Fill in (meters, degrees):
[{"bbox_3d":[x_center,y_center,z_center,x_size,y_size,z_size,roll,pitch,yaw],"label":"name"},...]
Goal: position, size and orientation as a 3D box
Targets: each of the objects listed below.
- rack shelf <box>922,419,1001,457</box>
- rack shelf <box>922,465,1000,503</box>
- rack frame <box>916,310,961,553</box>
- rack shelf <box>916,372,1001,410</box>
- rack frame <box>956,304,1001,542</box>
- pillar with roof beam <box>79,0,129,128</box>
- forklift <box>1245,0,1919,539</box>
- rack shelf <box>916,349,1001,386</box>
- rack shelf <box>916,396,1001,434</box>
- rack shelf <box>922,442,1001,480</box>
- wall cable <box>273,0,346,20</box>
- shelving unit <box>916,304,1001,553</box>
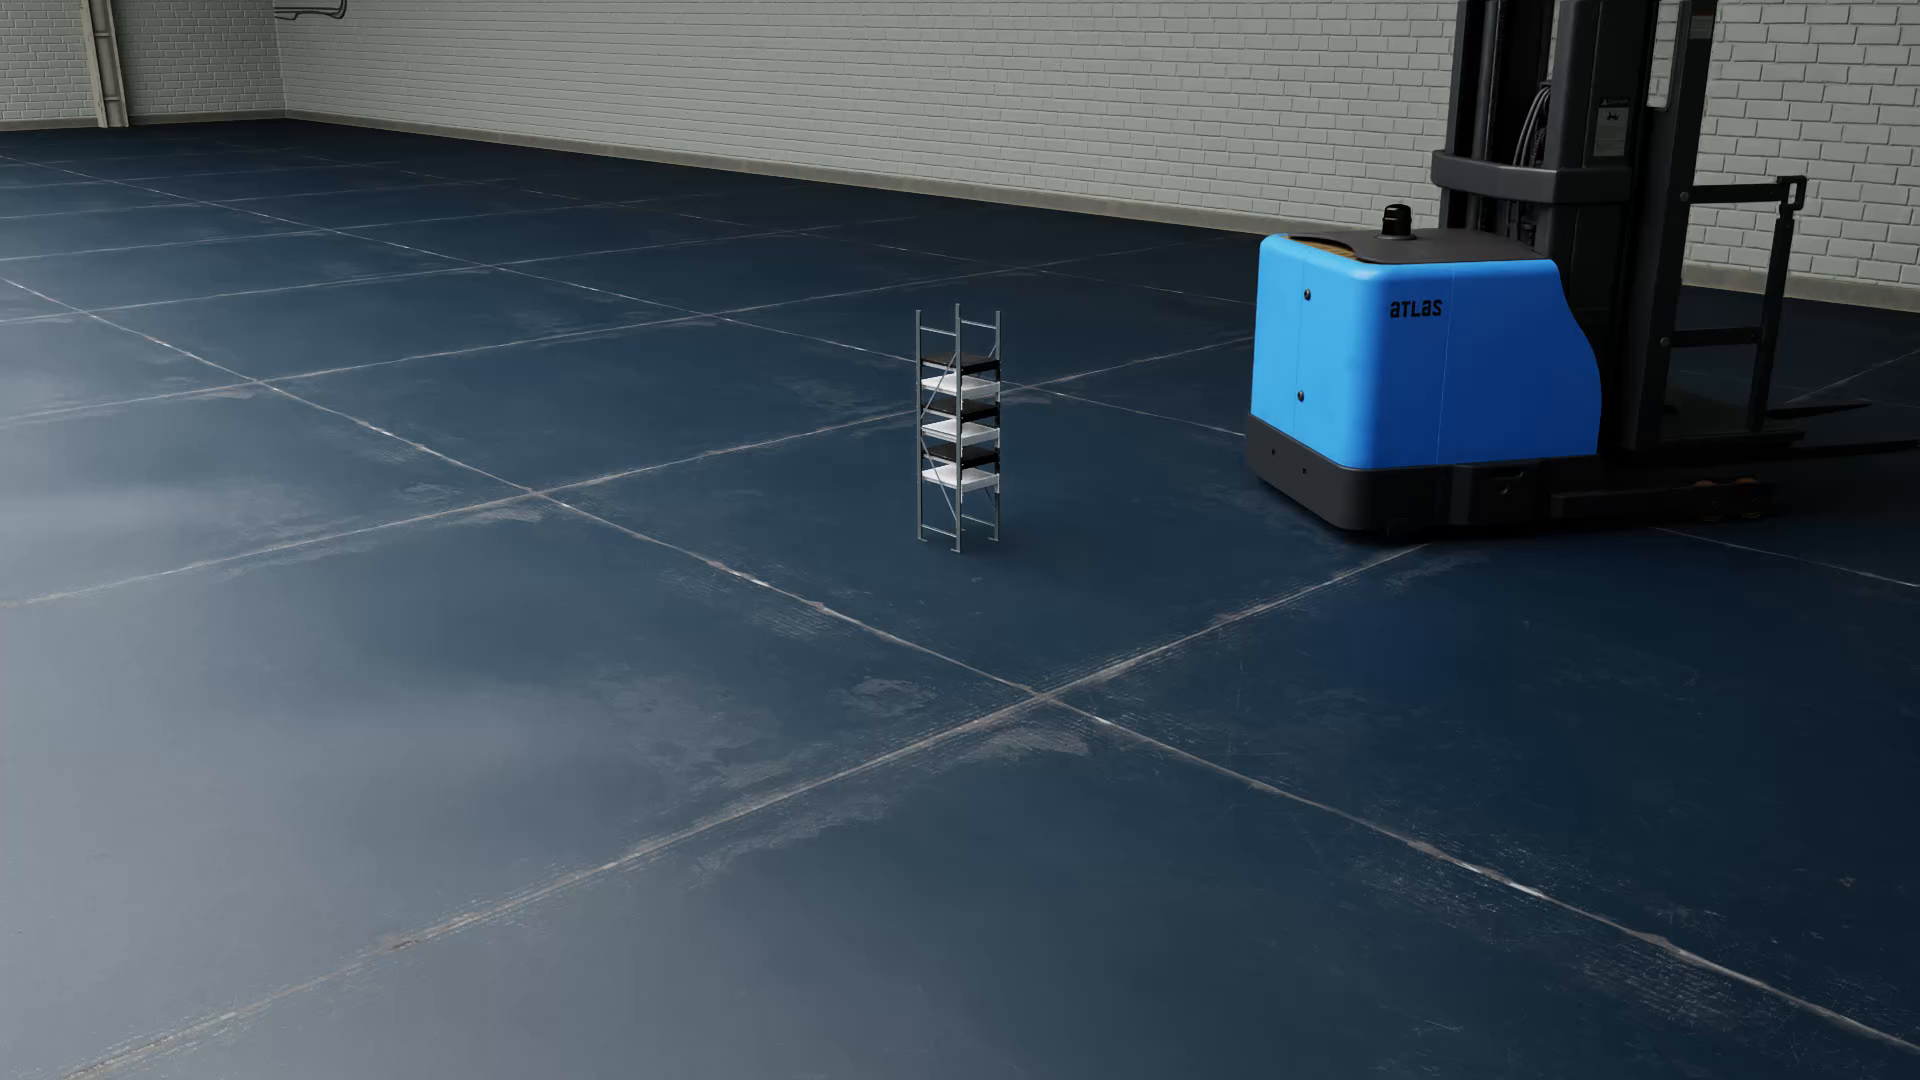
[{"bbox_3d":[-0.006,-0.395,6.351,0.200,0.077,0.258,-16,24,-41],"label":"rack shelf"},{"bbox_3d":[-0.006,-0.223,6.406,0.200,0.077,0.258,-16,24,-41],"label":"rack shelf"},{"bbox_3d":[-0.080,-0.405,6.274,0.006,0.900,0.240,-16,24,-41],"label":"rack frame"},{"bbox_3d":[-0.006,-0.566,6.295,0.200,0.077,0.258,-16,24,-41],"label":"rack shelf"},{"bbox_3d":[0.068,-0.448,6.407,0.006,0.900,0.240,-16,24,-41],"label":"rack frame"},{"bbox_3d":[-11.205,-10.237,23.469,0.400,9.000,9.100,-16,24,-41],"label":"pillar with roof beam"},{"bbox_3d":[2.812,-1.620,6.729,3.031,2.935,1.130,-4,18,-13],"label":"forklift"},{"bbox_3d":[-0.006,-0.651,6.268,0.200,0.077,0.258,-16,24,-41],"label":"rack shelf"},{"bbox_3d":[-0.006,-0.480,6.323,0.200,0.077,0.258,-16,24,-41],"label":"rack shelf"},{"bbox_3d":[-0.006,-0.309,6.379,0.200,0.077,0.258,-16,24,-41],"label":"rack shelf"},{"bbox_3d":[-11.114,-10.053,27.935,0.112,2.526,3.097,-16,24,-41],"label":"wall cable"},{"bbox_3d":[-0.006,-0.426,6.341,0.210,0.900,0.258,-16,24,-41],"label":"shelving unit"}]
